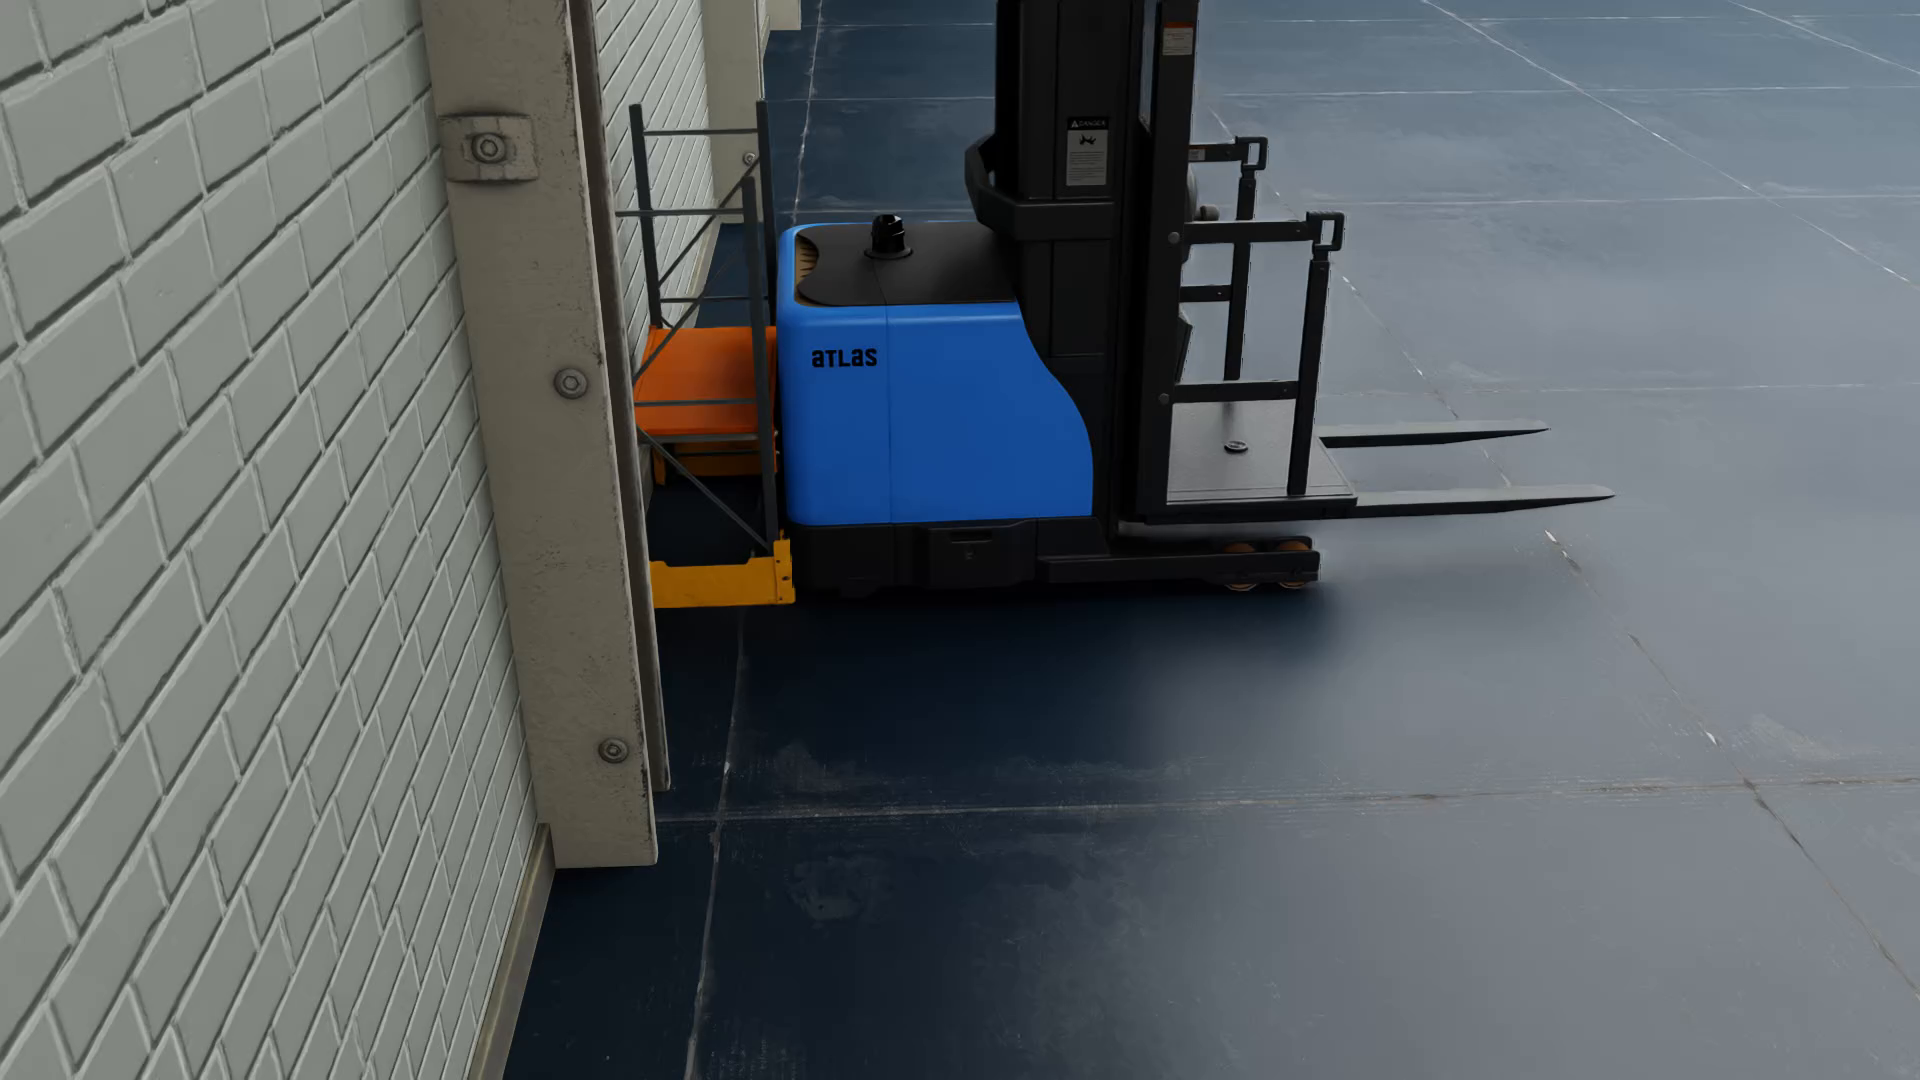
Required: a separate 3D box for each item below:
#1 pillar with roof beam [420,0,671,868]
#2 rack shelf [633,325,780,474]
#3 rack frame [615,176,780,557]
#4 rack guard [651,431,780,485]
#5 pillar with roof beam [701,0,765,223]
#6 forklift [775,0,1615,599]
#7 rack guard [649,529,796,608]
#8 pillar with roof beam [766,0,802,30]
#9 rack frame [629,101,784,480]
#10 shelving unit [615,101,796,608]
[{"bbox_3d":[3.303,-3.294,2.834,9.100,9.000,0.400,-1,28,-3],"label":"pillar with roof beam"},{"bbox_3d":[-0.909,-0.527,6.021,0.538,0.185,1.000,-2,28,-3],"label":"rack shelf"},{"bbox_3d":[-0.878,-0.451,5.489,0.500,1.500,0.032,-2,28,-3],"label":"rack frame"},{"bbox_3d":[-0.935,-0.360,6.661,0.587,0.250,0.087,-2,28,-3],"label":"rack guard"},{"bbox_3d":[2.990,-6.065,8.147,9.100,9.000,0.400,-1,28,-3],"label":"pillar with roof beam"},{"bbox_3d":[0.863,-1.360,5.688,3.031,2.935,1.130,-2,28,-4],"label":"forklift"},{"bbox_3d":[-0.873,0.102,5.780,0.587,0.250,0.087,-2,28,-3],"label":"rack guard"},{"bbox_3d":[2.677,-8.835,13.459,9.100,9.000,0.400,-1,28,-3],"label":"pillar with roof beam"},{"bbox_3d":[-0.943,-0.922,6.387,0.500,1.500,0.032,-2,28,-3],"label":"rack frame"},{"bbox_3d":[-0.910,-0.682,5.930,0.587,1.500,1.083,-2,28,-3],"label":"shelving unit"}]
